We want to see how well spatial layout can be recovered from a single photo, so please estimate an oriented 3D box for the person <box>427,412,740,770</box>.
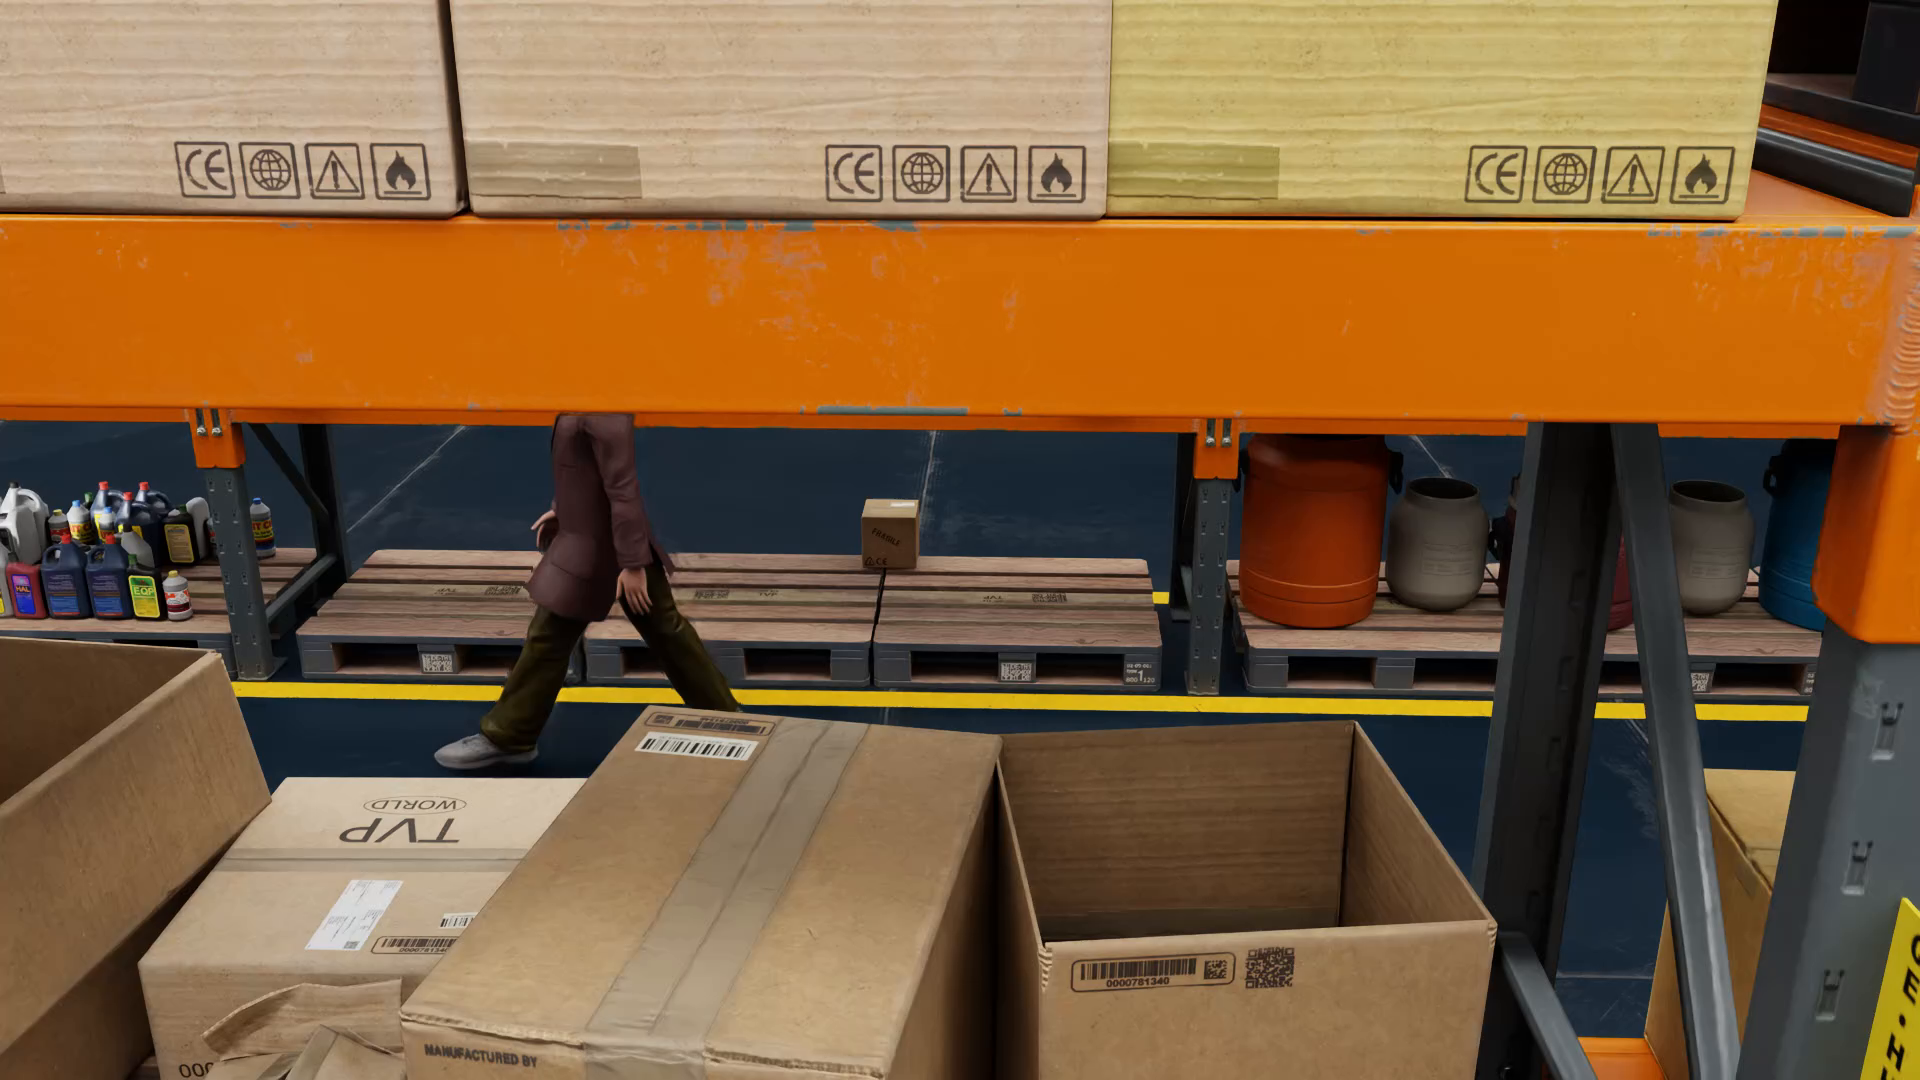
[{"bbox_3d":[-1.411,-0.006,6.087,1.142,1.710,0.619,-1,20,-2],"label":"person"}]
